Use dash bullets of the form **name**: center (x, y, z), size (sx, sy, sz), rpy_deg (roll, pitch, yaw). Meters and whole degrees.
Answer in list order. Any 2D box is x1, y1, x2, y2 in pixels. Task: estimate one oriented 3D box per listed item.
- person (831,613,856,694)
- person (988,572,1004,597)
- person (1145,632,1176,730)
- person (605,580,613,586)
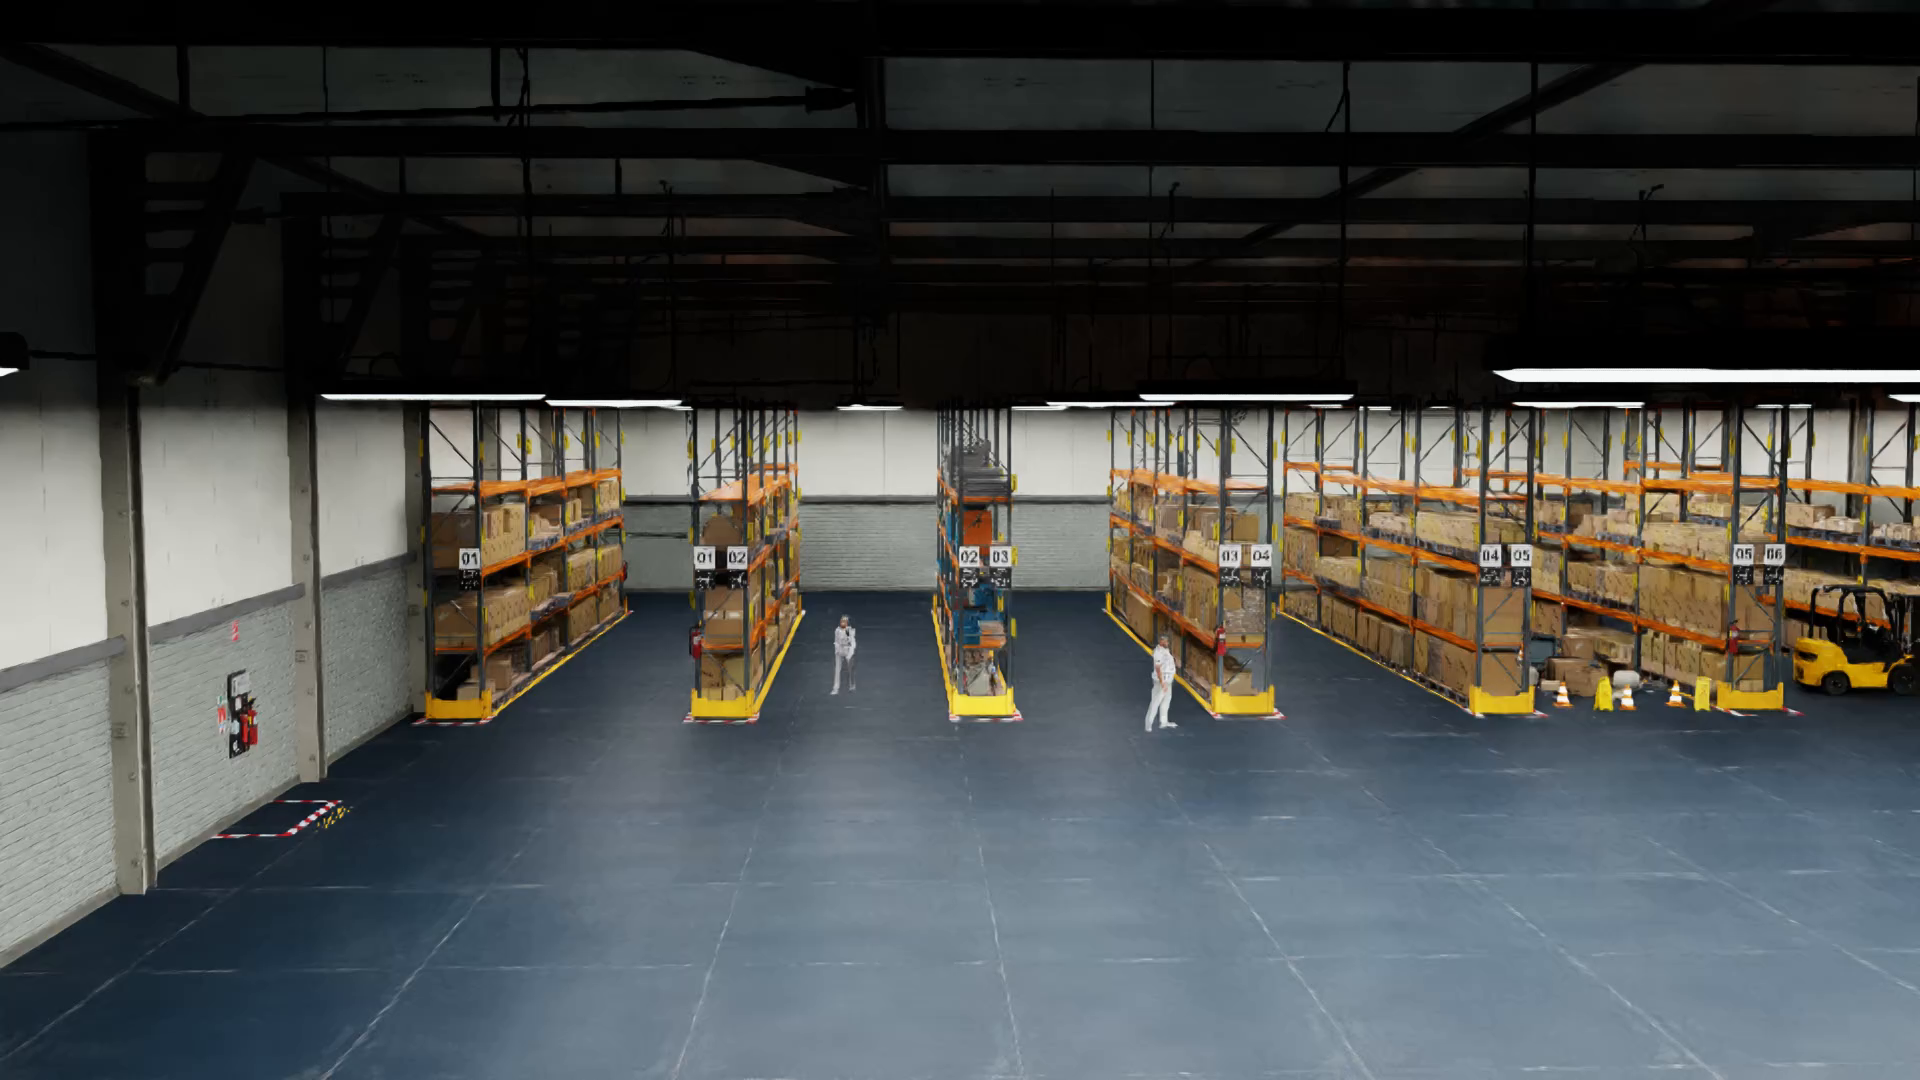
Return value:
- **person**: center (-2.336, 2.286, 33.782), size (0.483, 1.619, 0.991), rpy_deg (1, 4, 7)
- **person**: center (0.996, 0.951, 50.880), size (0.581, 1.680, 0.949), rpy_deg (2, 5, 25)
- **person**: center (3.606, 2.532, 29.966), size (0.476, 1.756, 0.727), rpy_deg (2, 5, 28)
- **person**: center (-10.319, 1.118, 48.197), size (0.442, 1.774, 0.690), rpy_deg (2, 5, 29)
